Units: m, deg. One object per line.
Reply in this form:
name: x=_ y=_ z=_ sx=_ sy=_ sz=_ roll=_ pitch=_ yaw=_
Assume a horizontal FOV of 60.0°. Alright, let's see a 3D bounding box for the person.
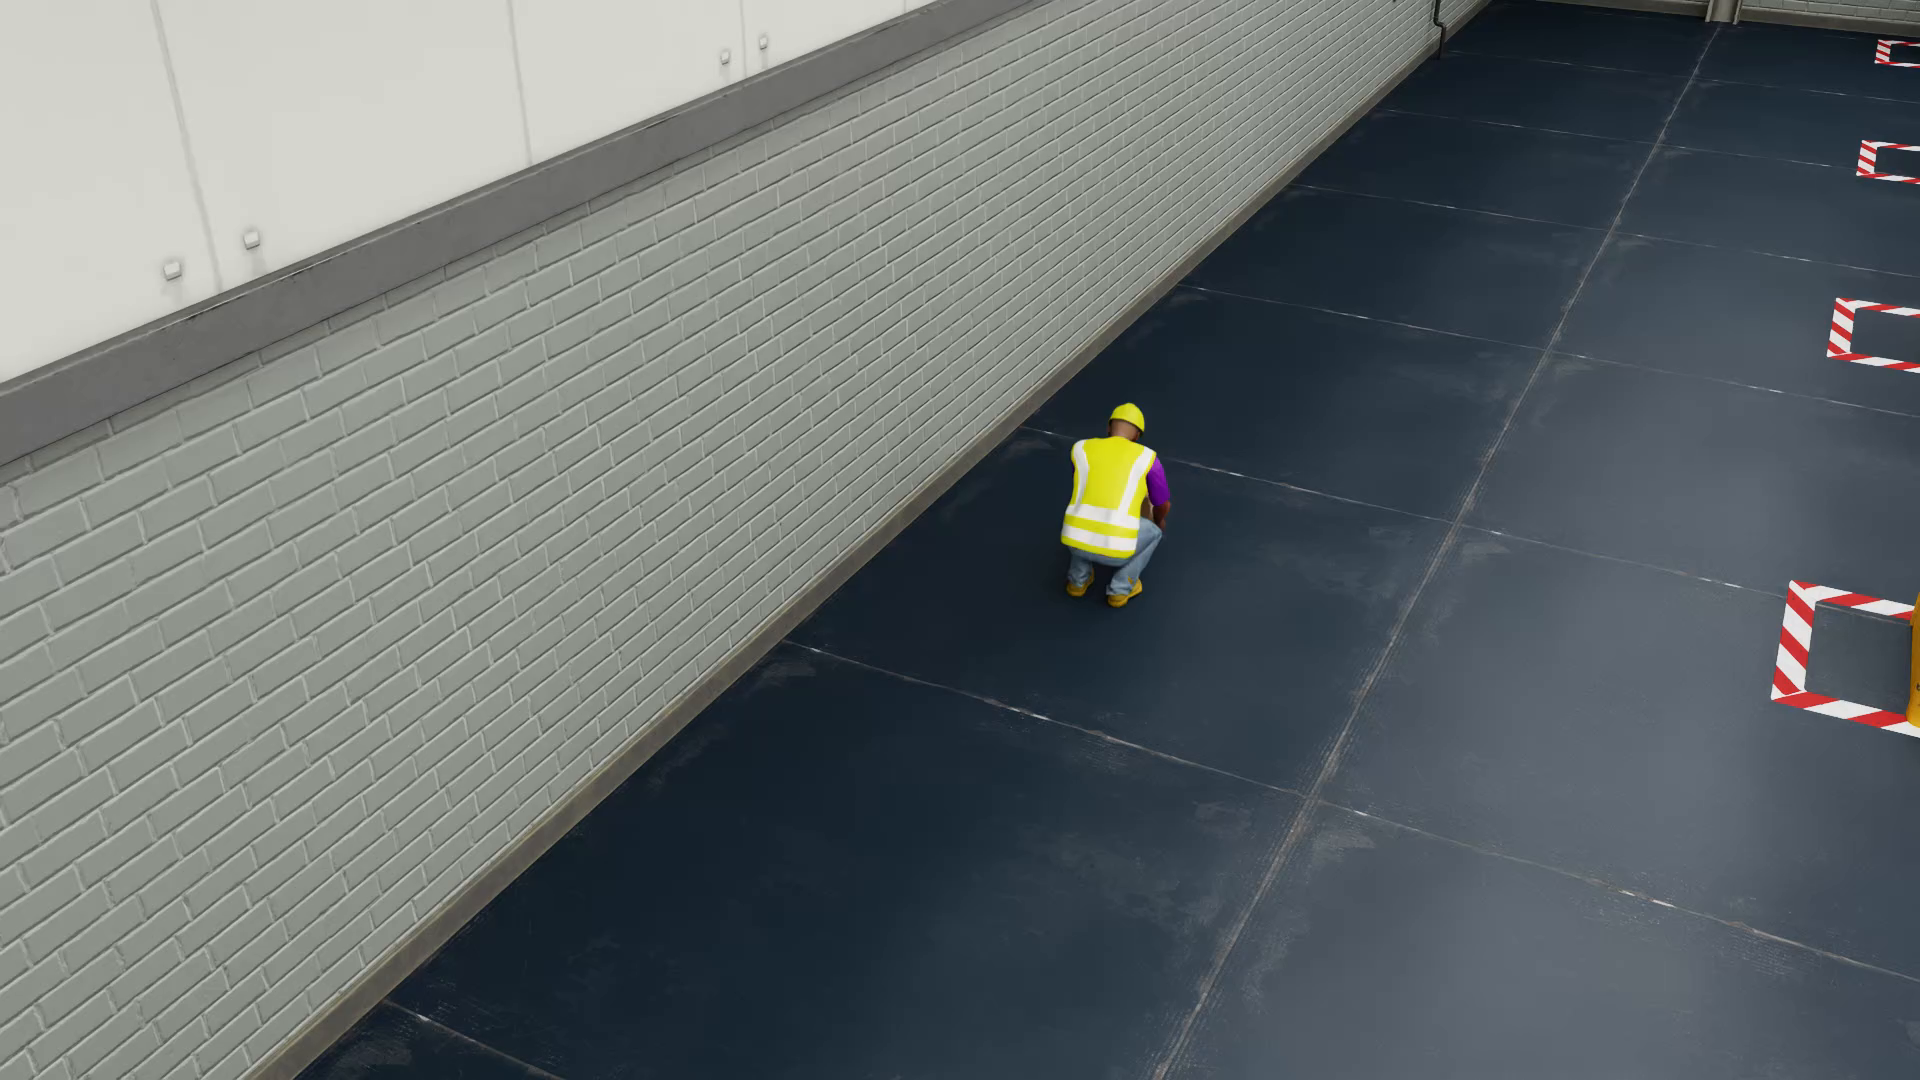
person: x=0.869 y=-0.211 z=9.416 sx=0.572 sy=1.000 sz=0.897 roll=14 pitch=33 yaw=23
